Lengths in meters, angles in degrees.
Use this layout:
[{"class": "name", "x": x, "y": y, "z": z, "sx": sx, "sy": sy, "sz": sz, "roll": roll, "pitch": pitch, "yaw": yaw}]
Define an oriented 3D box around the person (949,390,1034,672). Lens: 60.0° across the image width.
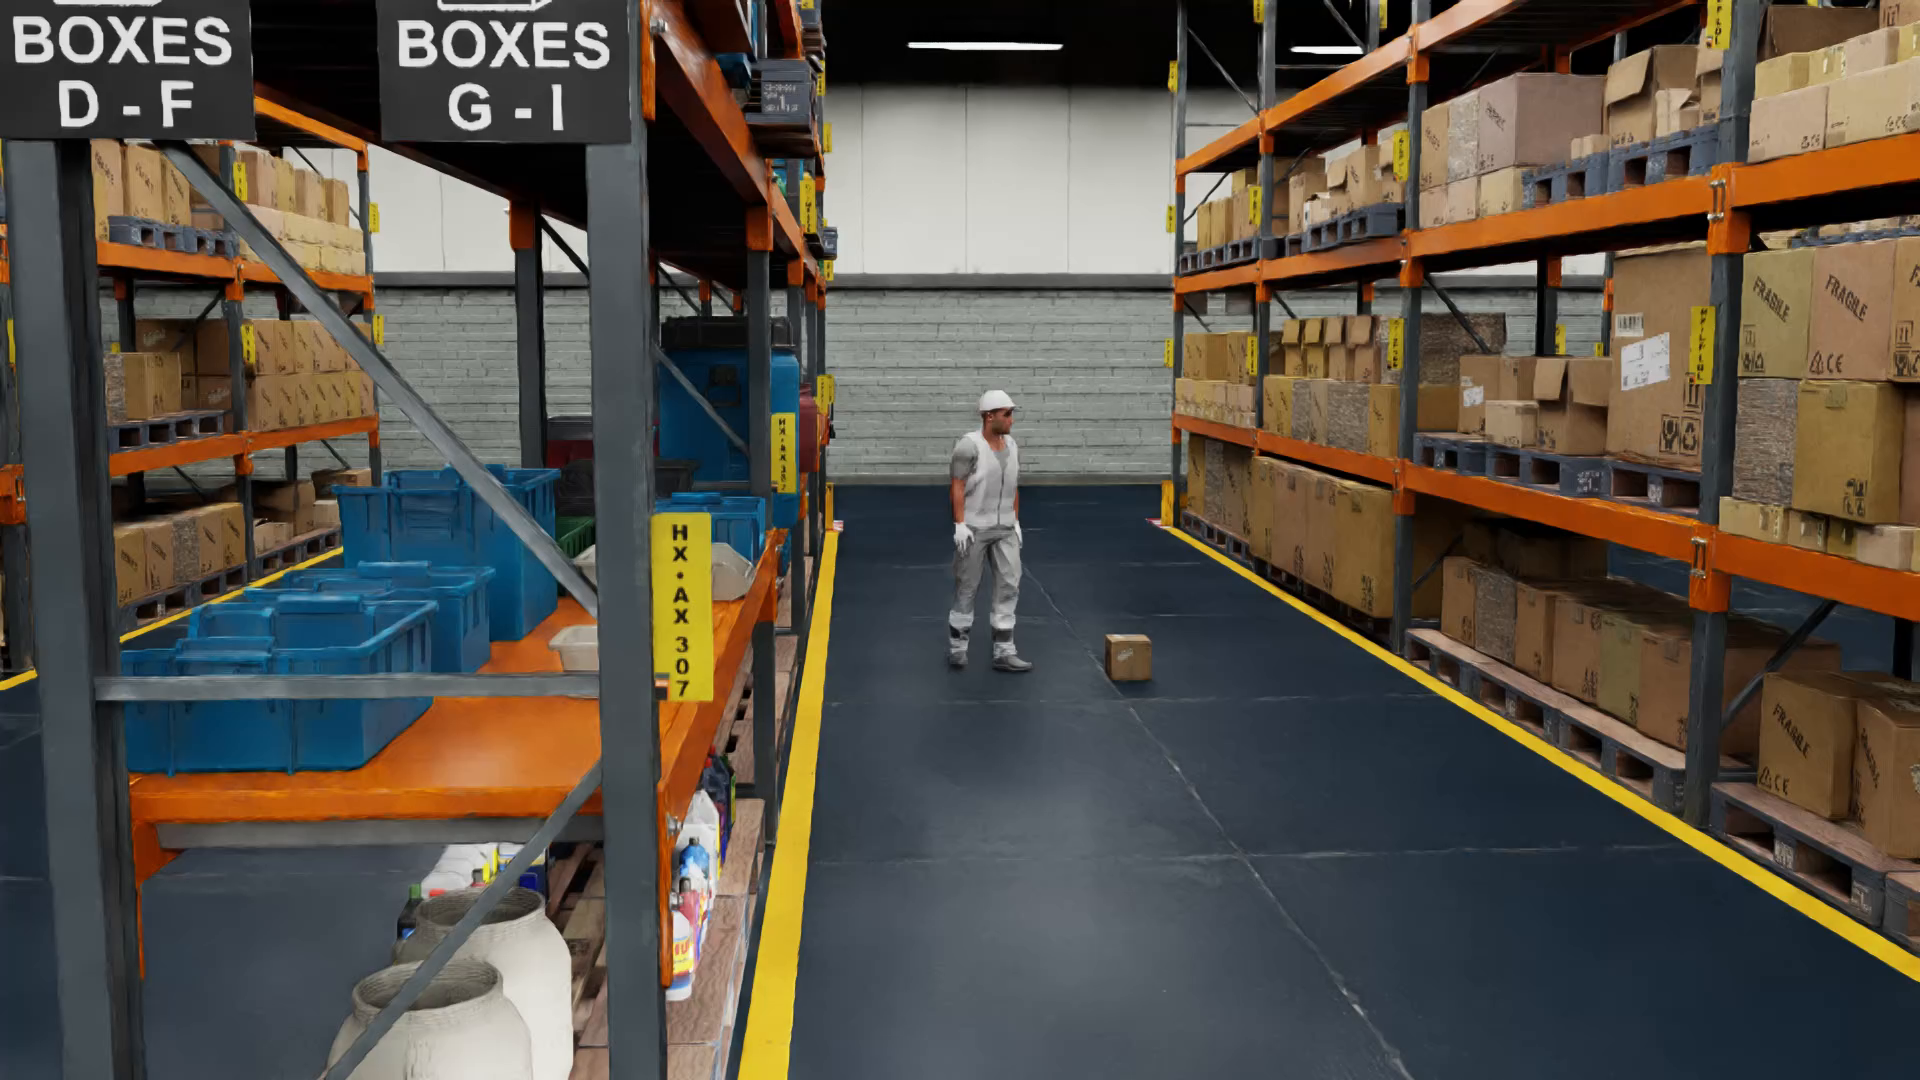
[{"class": "person", "x": 0.187, "y": -0.062, "z": 10.619, "sx": 0.549, "sy": 1.791, "sz": 0.538, "roll": -4, "pitch": 8, "yaw": -32}]
